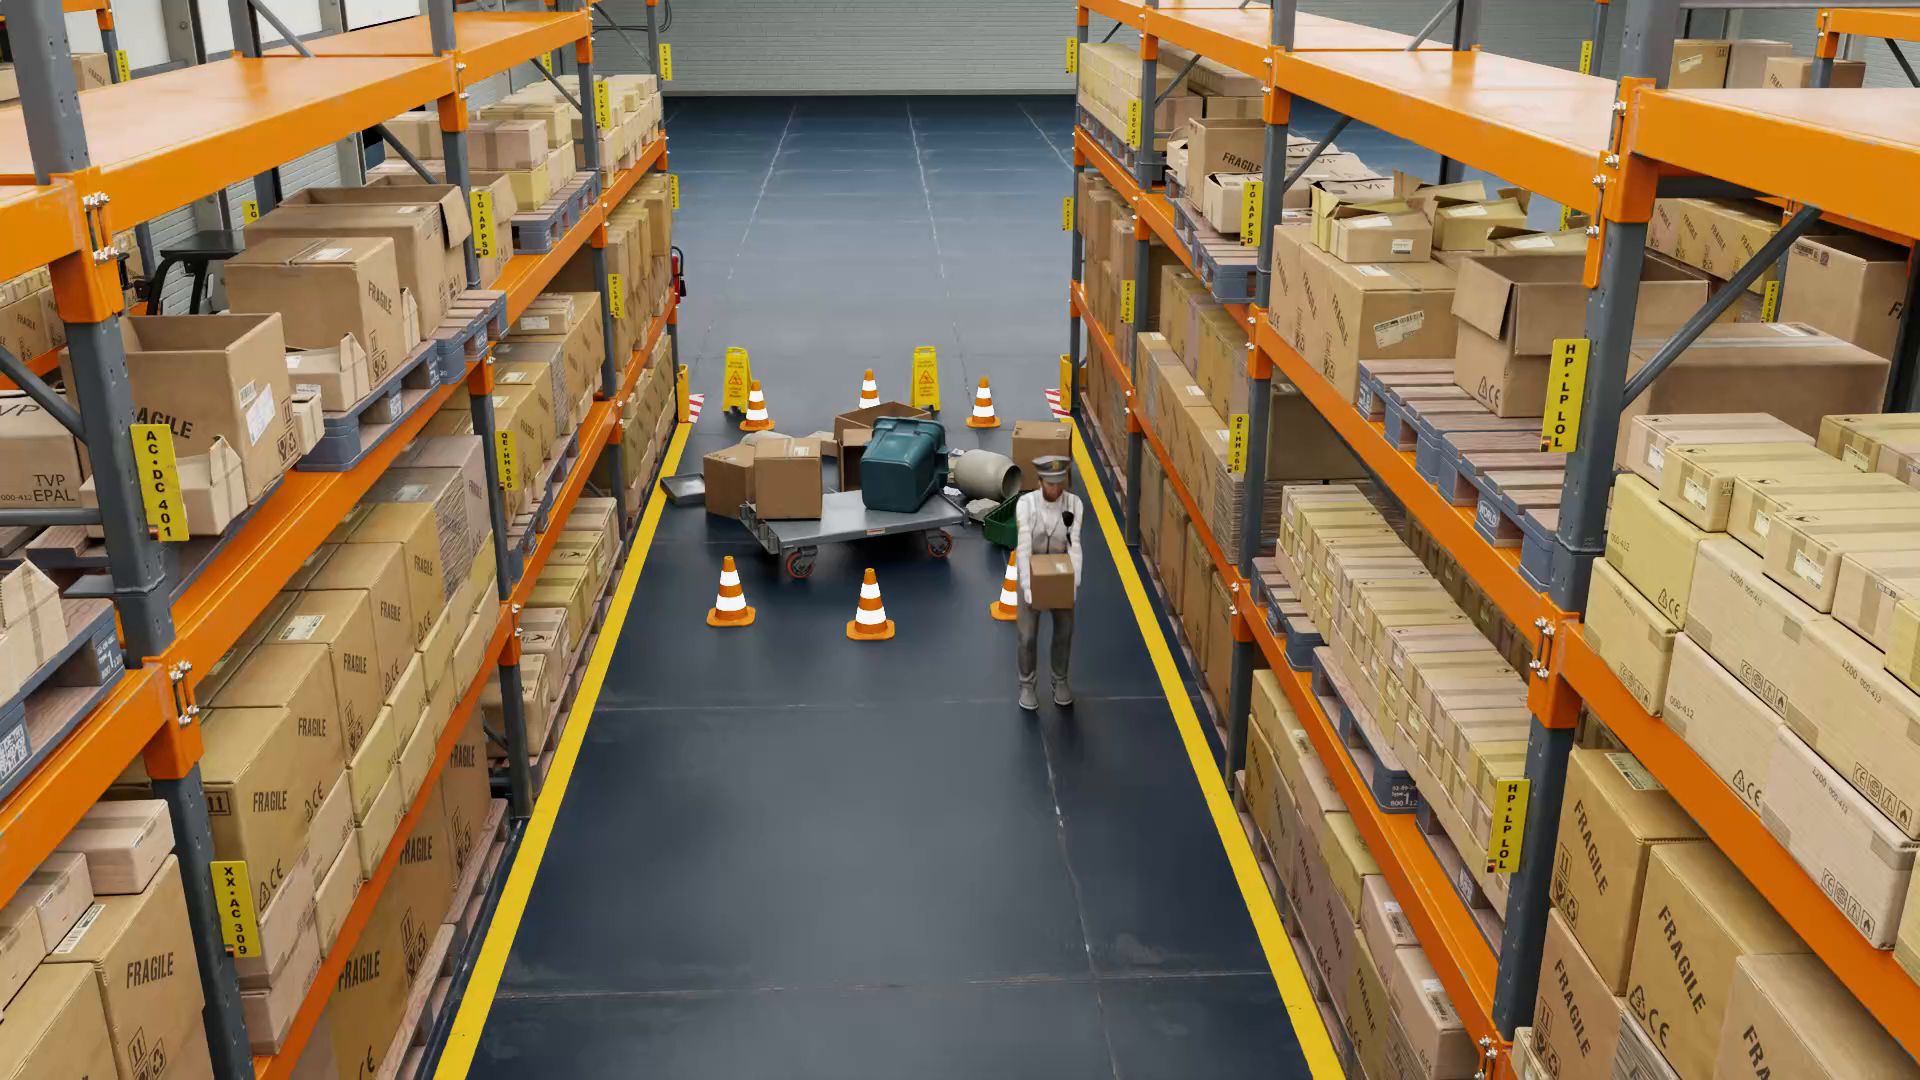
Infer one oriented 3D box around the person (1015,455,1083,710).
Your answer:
[{"bbox_3d":[0.555,0.264,10.386,0.417,1.663,0.542,-2,21,-4],"label":"person"}]
